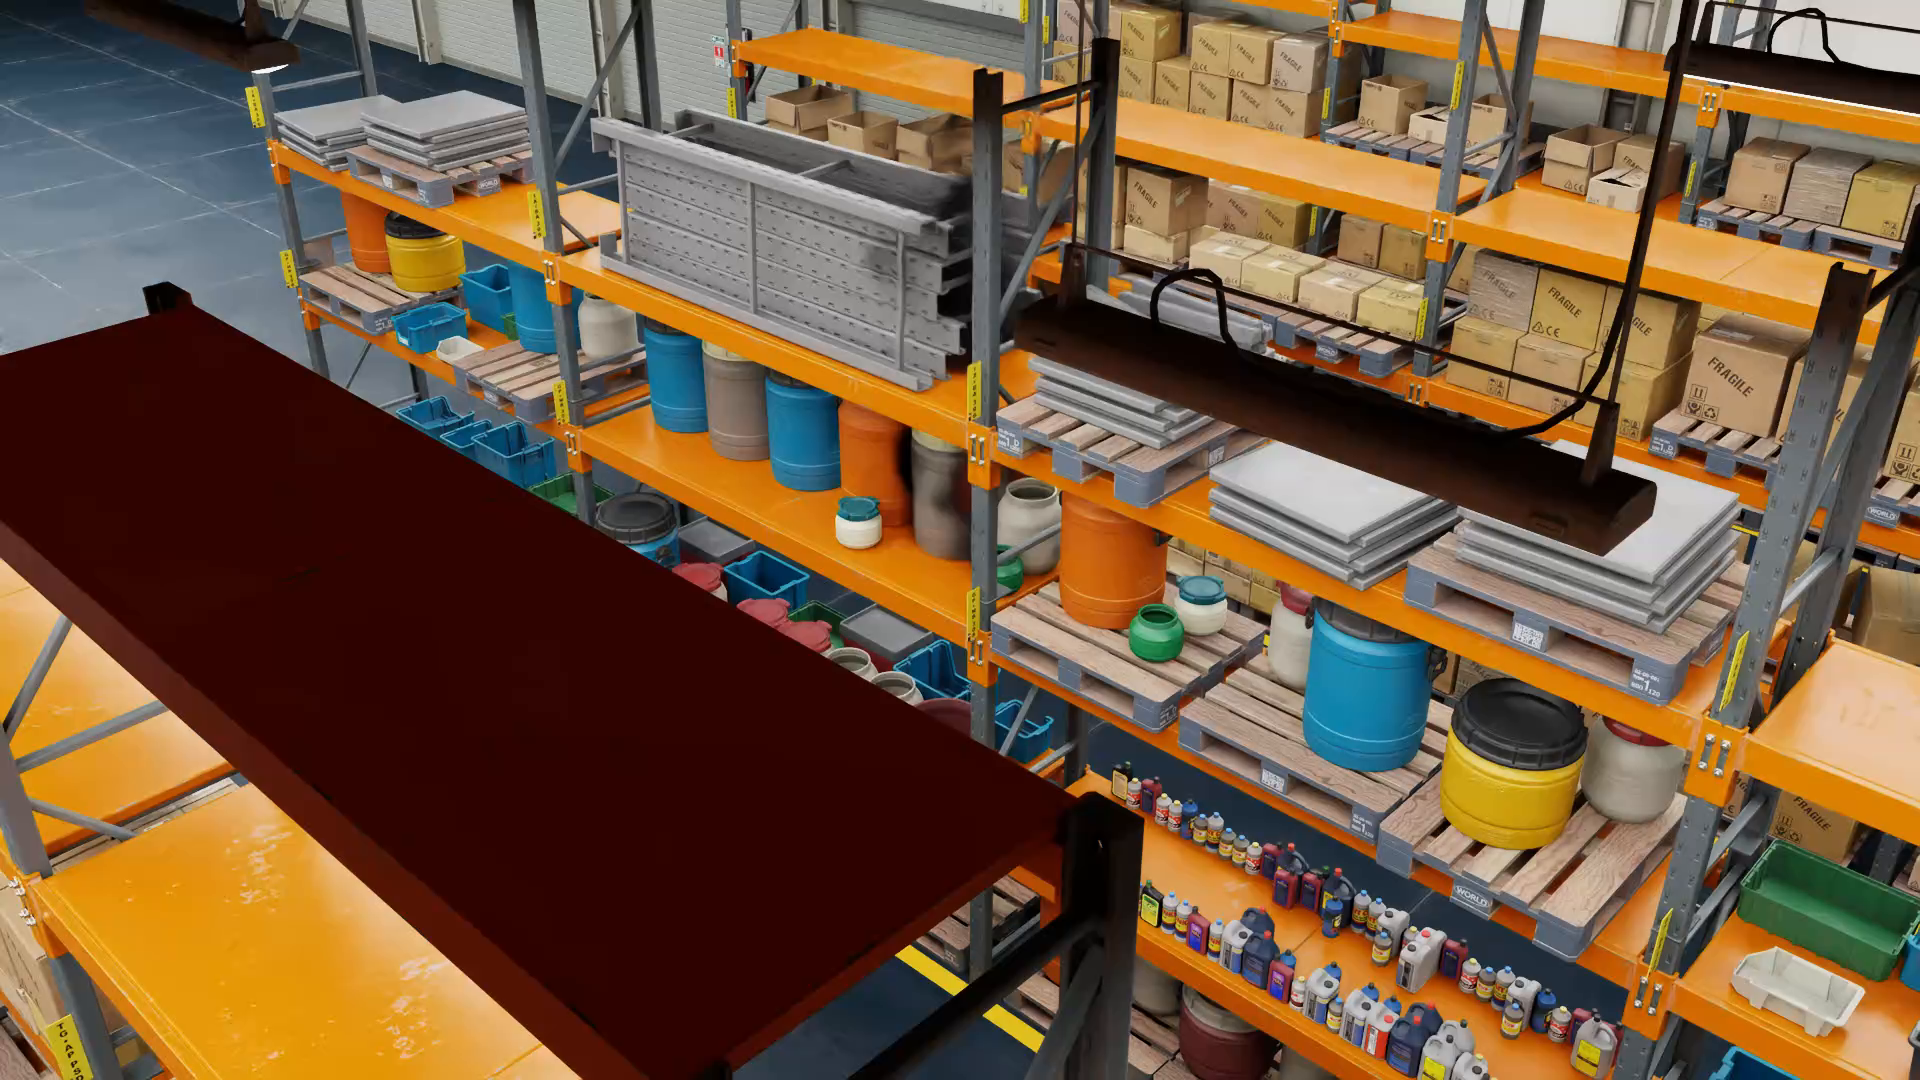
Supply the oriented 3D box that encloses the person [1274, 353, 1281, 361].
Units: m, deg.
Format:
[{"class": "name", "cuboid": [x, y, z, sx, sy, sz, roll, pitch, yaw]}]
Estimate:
[{"class": "person", "cuboid": [3.052, -1.360, 16.805, 0.939, 1.800, 0.634, 20, 35, 31]}]
